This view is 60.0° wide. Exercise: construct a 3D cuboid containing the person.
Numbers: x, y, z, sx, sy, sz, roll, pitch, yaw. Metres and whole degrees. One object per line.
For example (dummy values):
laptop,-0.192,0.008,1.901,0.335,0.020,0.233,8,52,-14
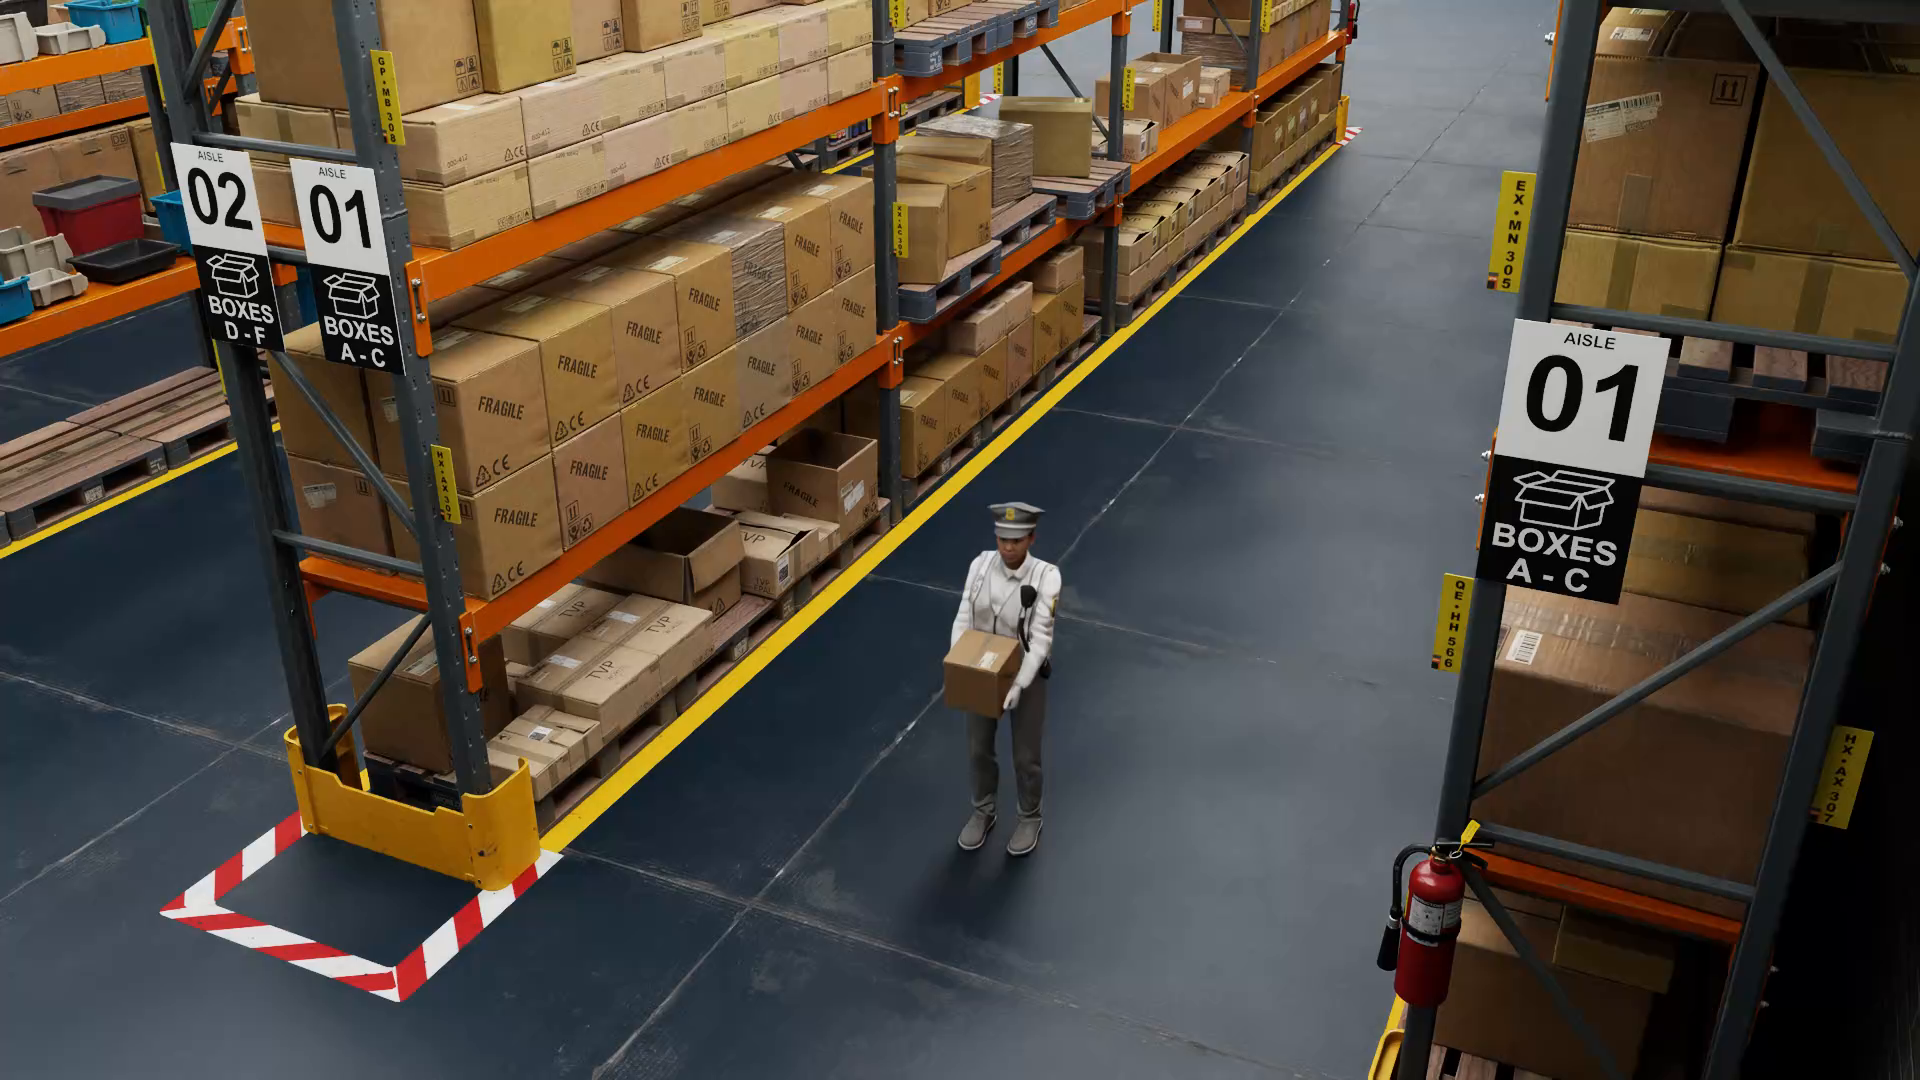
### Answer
person,0.177,0.631,7.312,0.453,1.691,0.535,11,29,22
